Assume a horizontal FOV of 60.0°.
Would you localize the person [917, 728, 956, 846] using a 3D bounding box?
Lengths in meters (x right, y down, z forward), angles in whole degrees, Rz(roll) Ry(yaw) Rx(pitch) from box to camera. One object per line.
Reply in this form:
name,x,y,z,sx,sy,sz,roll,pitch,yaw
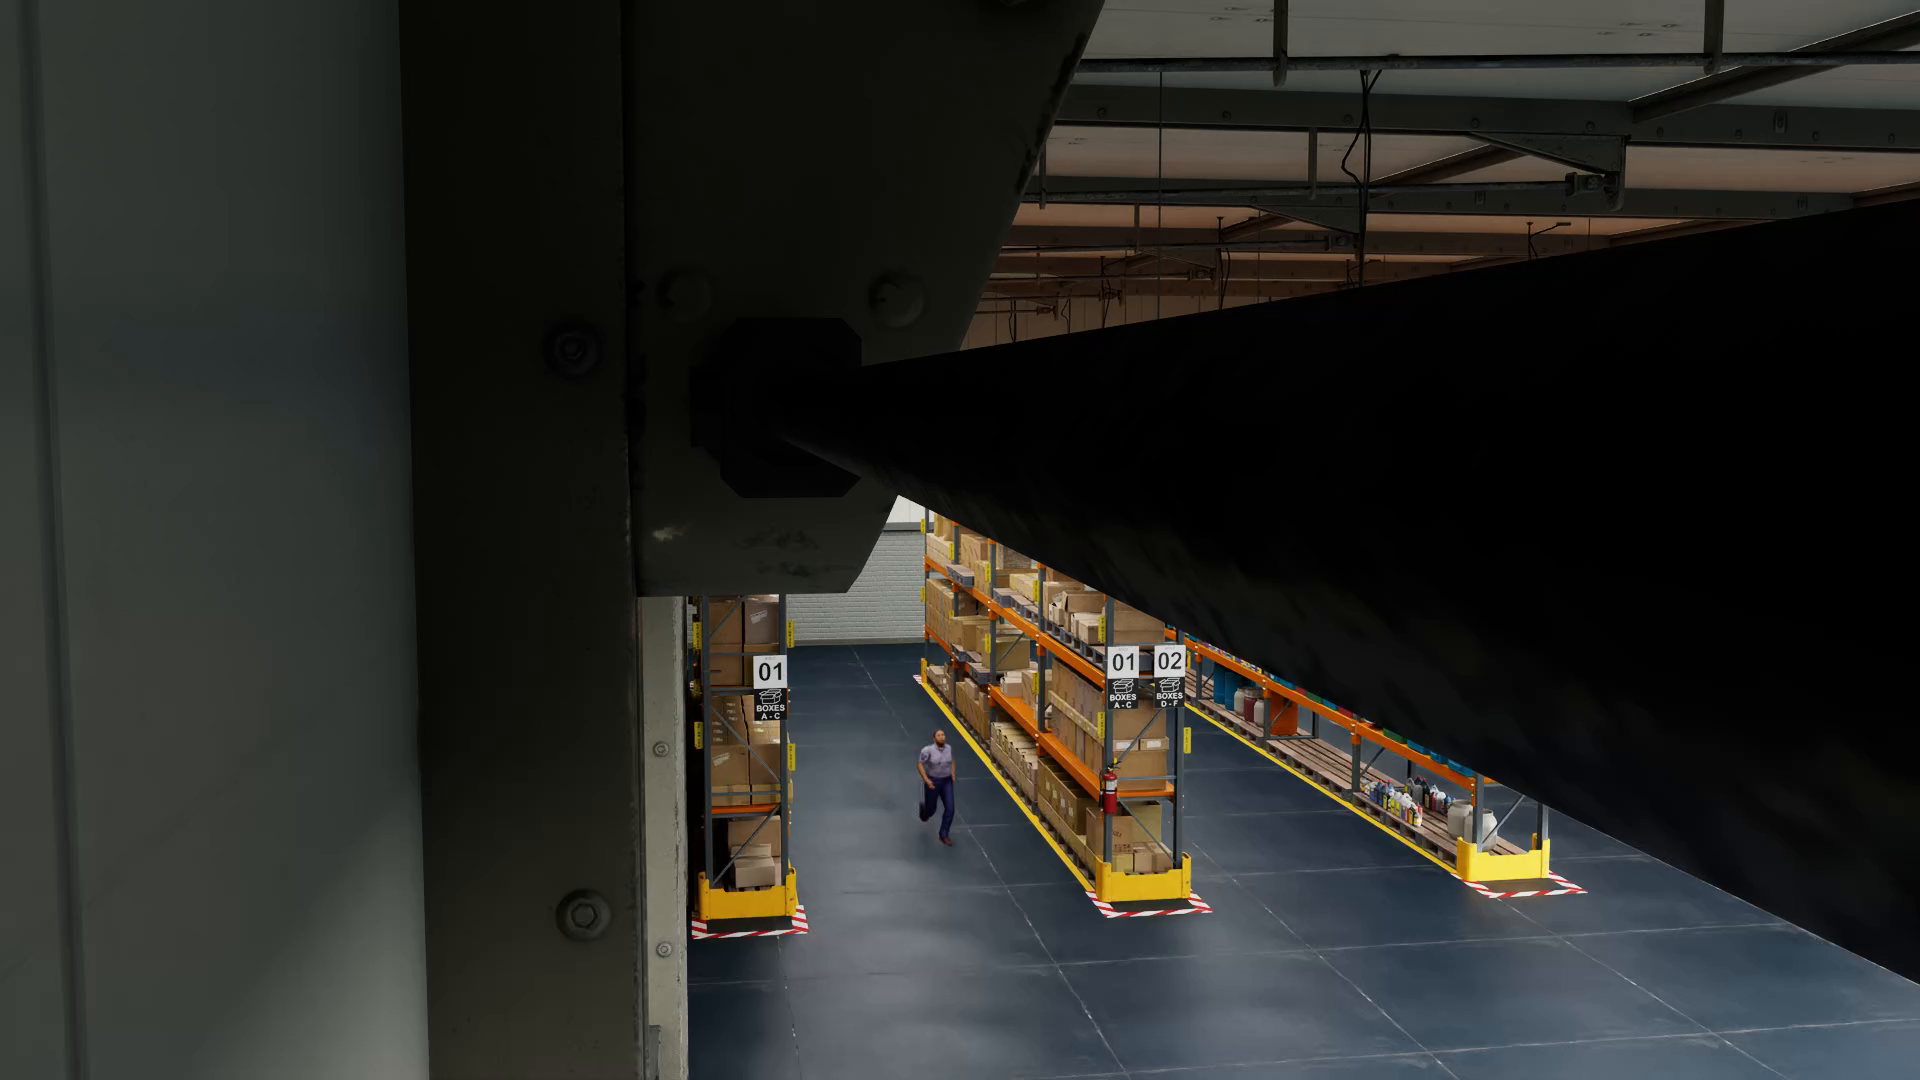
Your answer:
person,-0.313,3.476,23.644,0.606,1.619,0.806,-2,5,-19
